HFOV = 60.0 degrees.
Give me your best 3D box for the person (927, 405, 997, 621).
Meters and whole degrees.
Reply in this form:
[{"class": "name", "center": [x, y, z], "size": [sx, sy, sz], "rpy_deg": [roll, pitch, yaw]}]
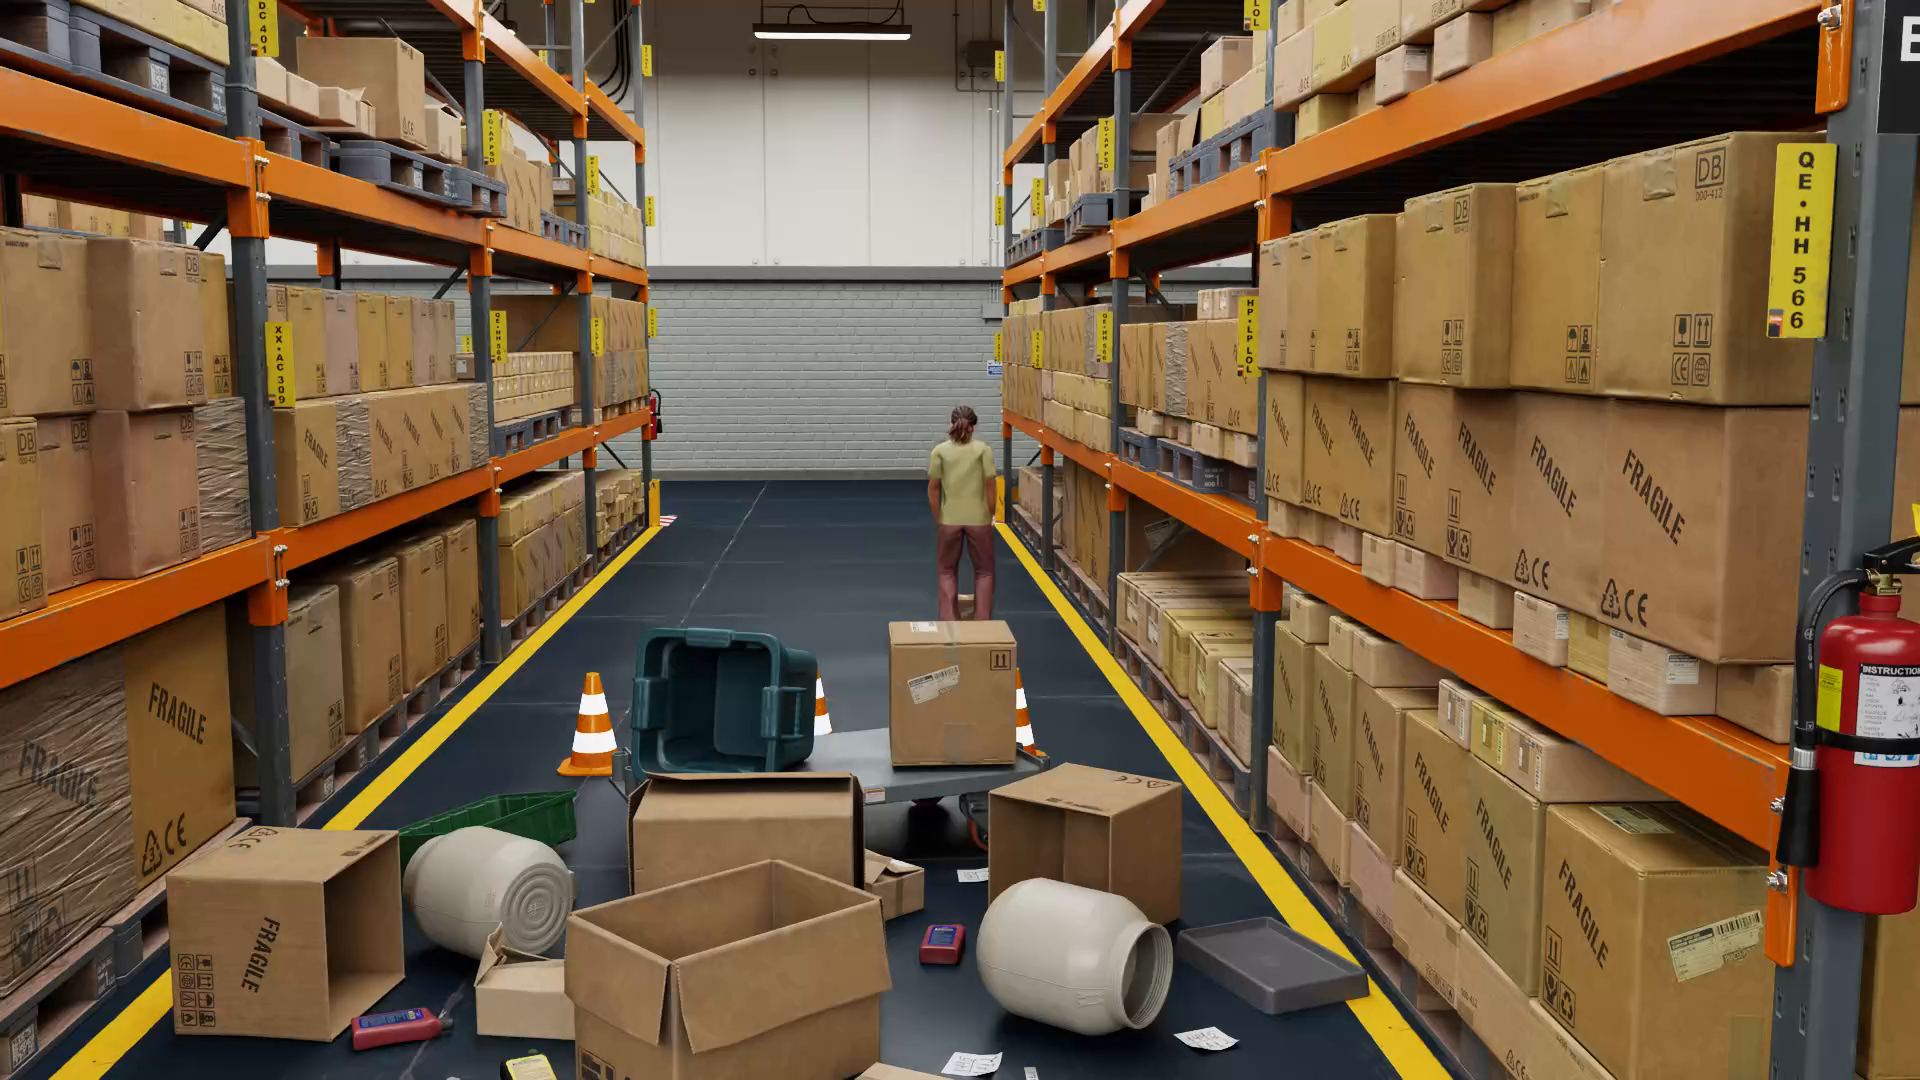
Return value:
[{"class": "person", "center": [0.016, -0.096, 11.281], "size": [0.470, 1.627, 0.388], "rpy_deg": [1, 7, 8]}]
